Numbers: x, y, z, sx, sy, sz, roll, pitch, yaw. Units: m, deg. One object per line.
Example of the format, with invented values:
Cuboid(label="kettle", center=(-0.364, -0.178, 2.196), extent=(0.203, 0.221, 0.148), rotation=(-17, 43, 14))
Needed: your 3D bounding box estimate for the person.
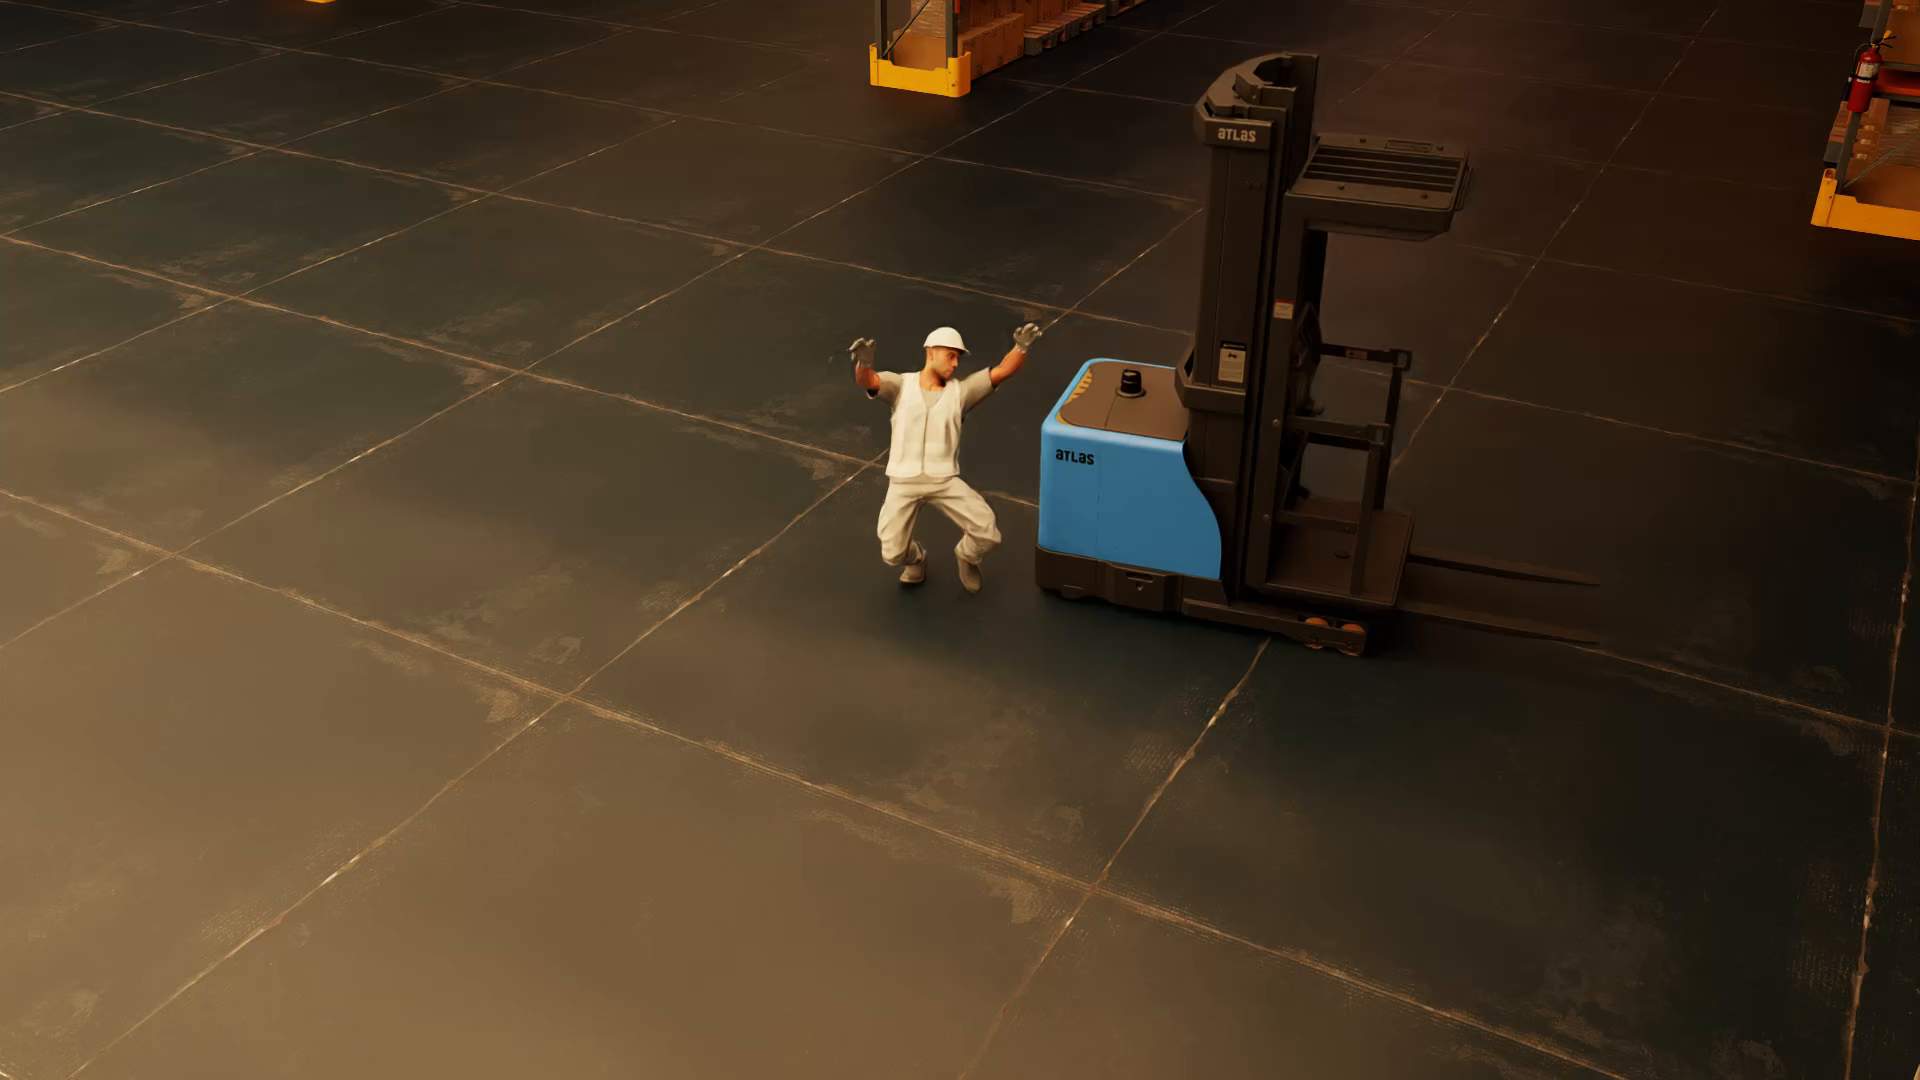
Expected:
Cuboid(label="person", center=(-0.071, -0.488, 9.119), extent=(0.999, 1.548, 0.774), rotation=(-1, 30, -1))

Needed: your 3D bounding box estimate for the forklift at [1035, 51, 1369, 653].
Cuboid(label="forklift", center=(2.000, -0.949, 8.716), extent=(3.031, 2.935, 1.130), rotation=(10, 31, 17))
